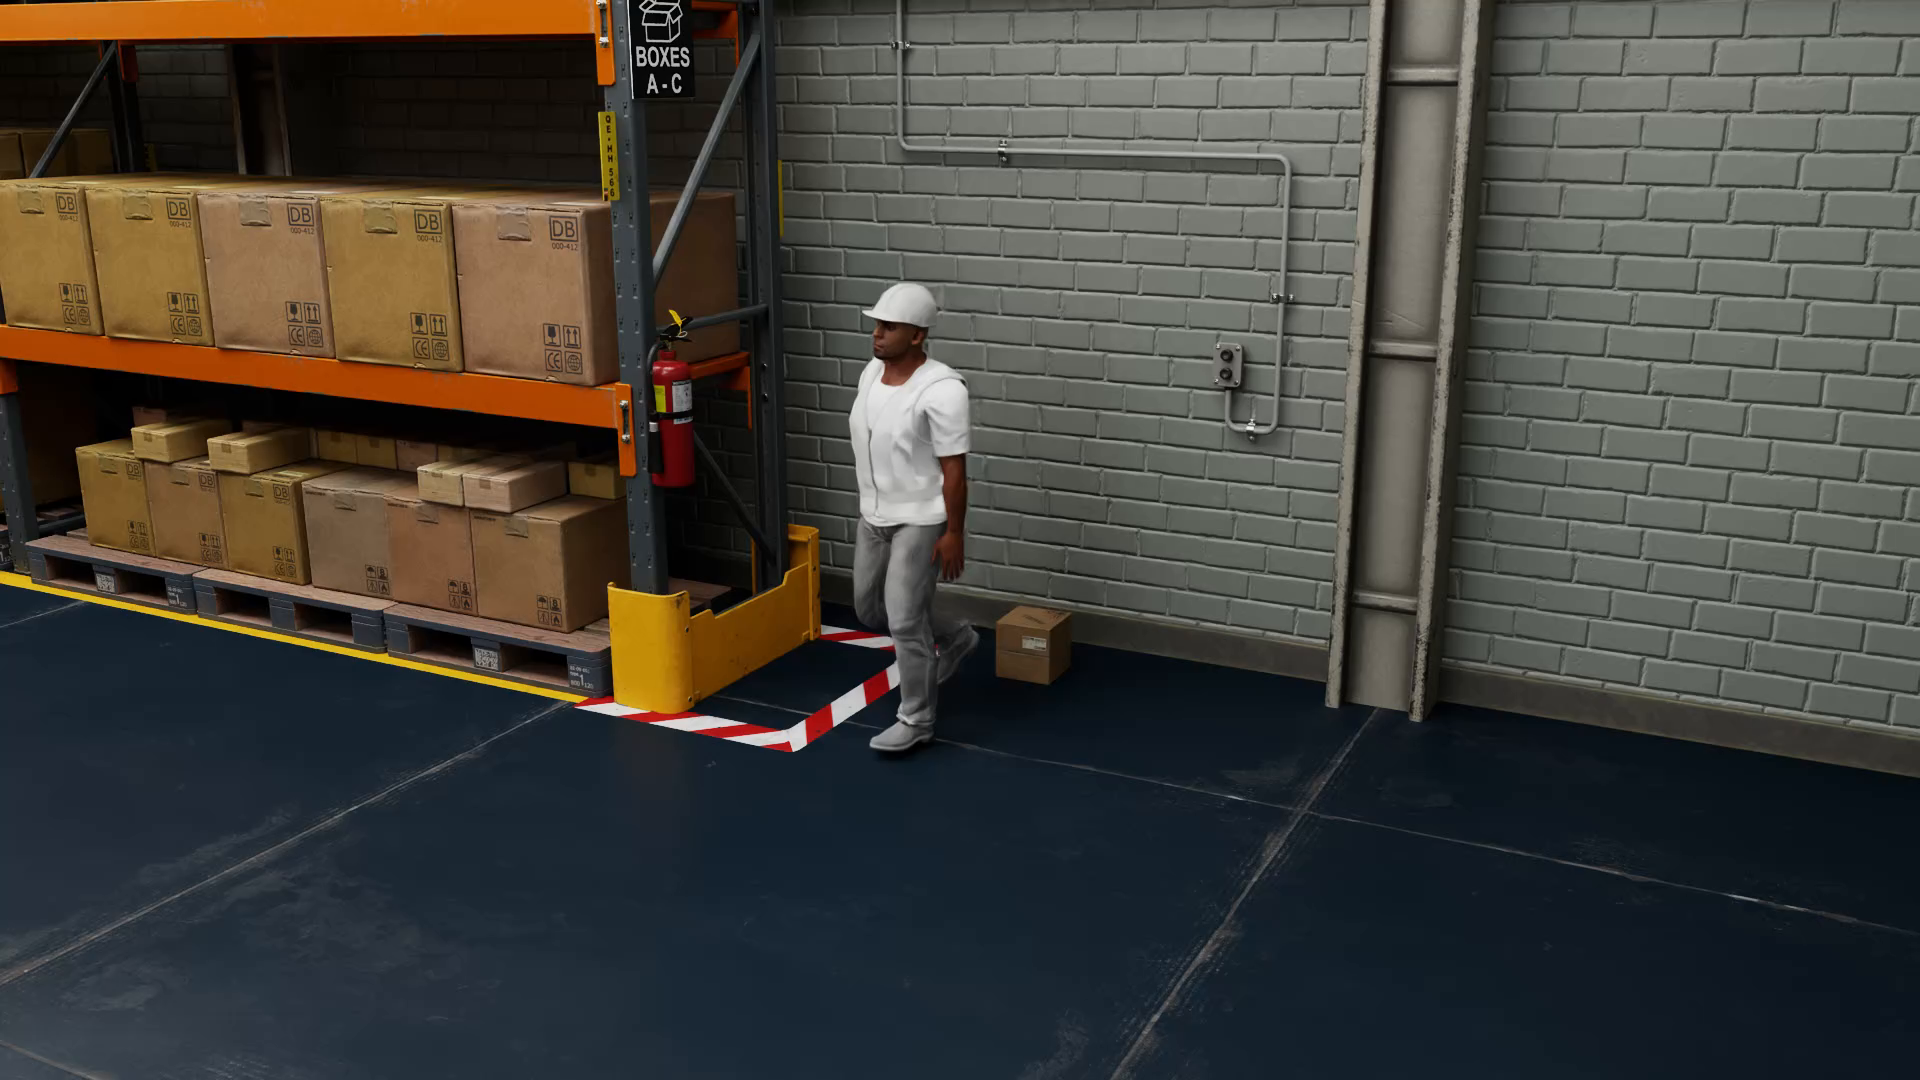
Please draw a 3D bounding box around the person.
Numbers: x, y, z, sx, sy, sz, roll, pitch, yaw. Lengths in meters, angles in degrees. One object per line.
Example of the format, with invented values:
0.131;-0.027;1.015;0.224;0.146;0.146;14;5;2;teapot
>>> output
-0.134;-0.103;6.308;0.680;1.751;0.582;-13;20;-38;person
